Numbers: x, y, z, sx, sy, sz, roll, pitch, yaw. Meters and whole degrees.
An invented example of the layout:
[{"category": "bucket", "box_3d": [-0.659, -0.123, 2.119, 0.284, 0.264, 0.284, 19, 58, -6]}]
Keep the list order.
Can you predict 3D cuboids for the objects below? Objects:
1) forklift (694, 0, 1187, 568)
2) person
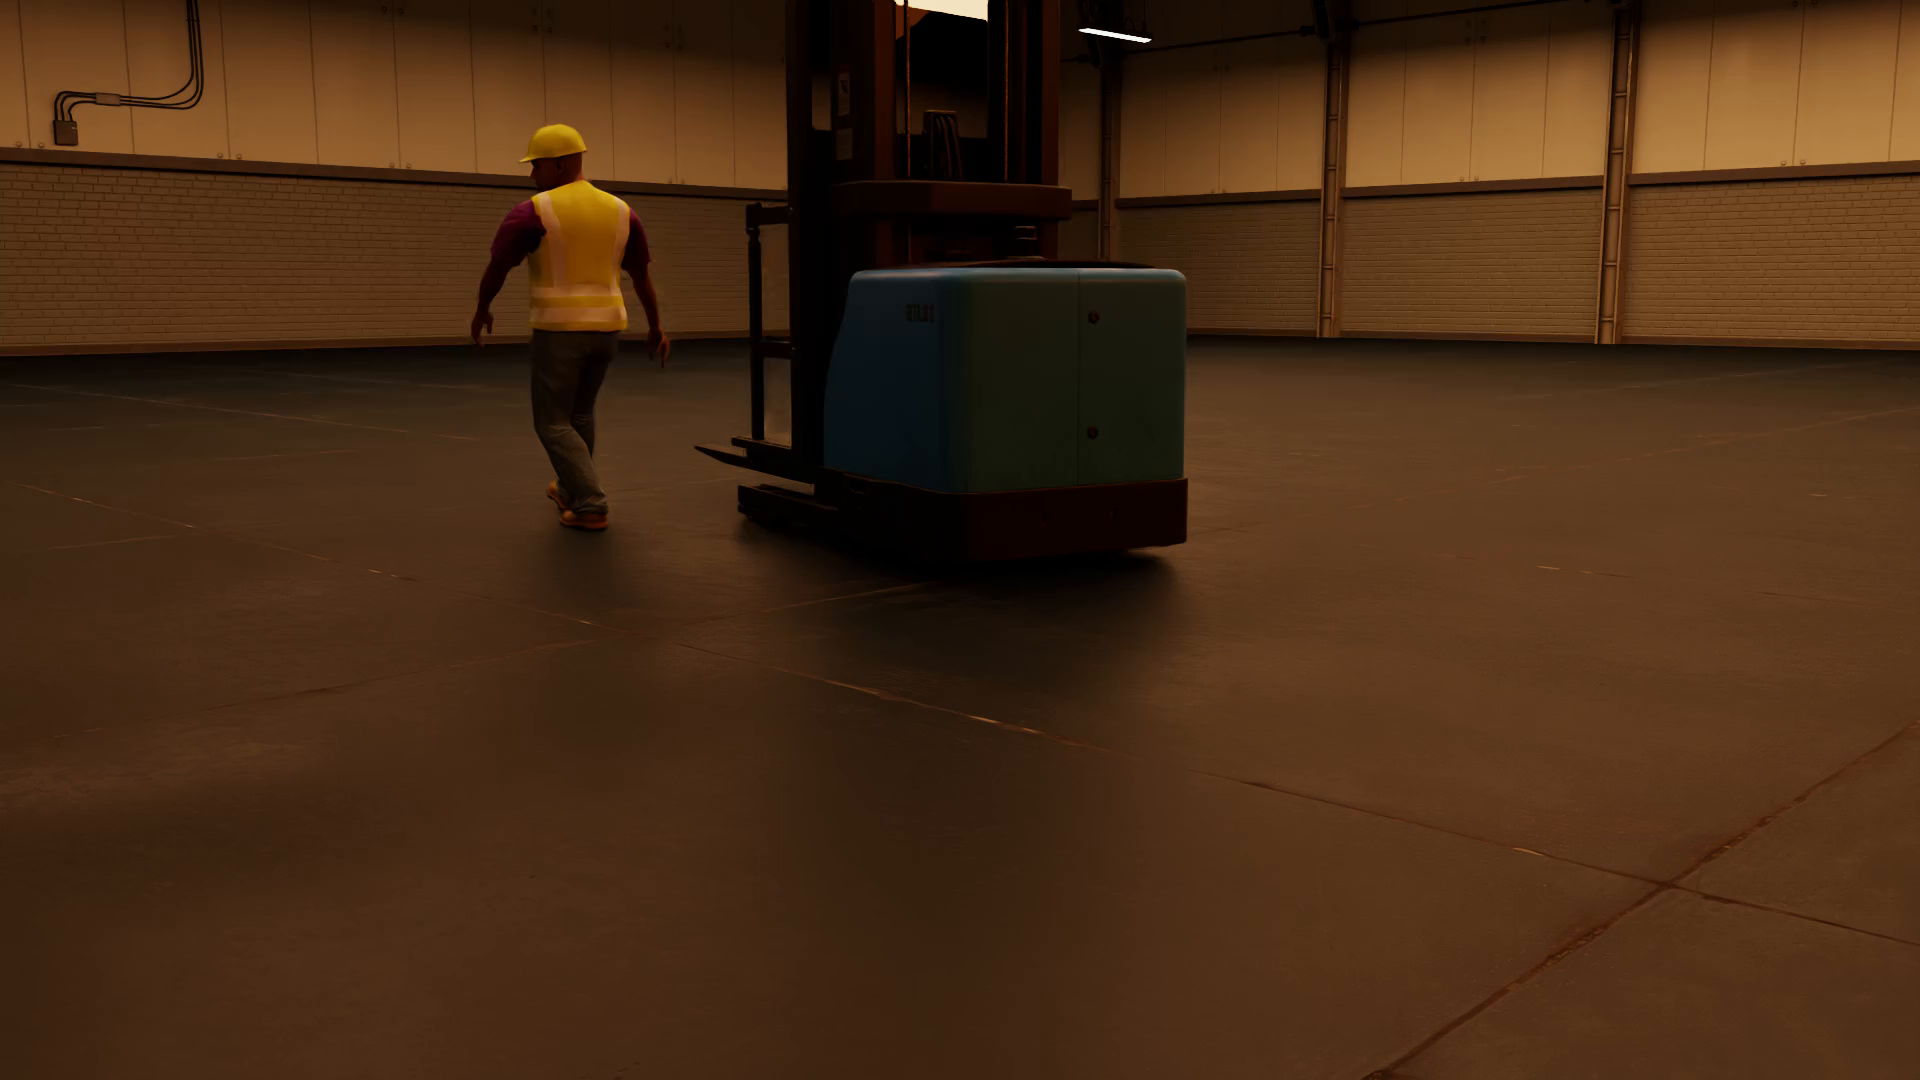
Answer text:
[{"category": "forklift", "box_3d": [-0.311, -1.529, 7.026, 1.130, 2.935, 3.031, -5, 10, -29]}, {"category": "person", "box_3d": [-1.712, -0.930, 7.253, 0.865, 1.702, 0.771, 7, 11, 40]}]
